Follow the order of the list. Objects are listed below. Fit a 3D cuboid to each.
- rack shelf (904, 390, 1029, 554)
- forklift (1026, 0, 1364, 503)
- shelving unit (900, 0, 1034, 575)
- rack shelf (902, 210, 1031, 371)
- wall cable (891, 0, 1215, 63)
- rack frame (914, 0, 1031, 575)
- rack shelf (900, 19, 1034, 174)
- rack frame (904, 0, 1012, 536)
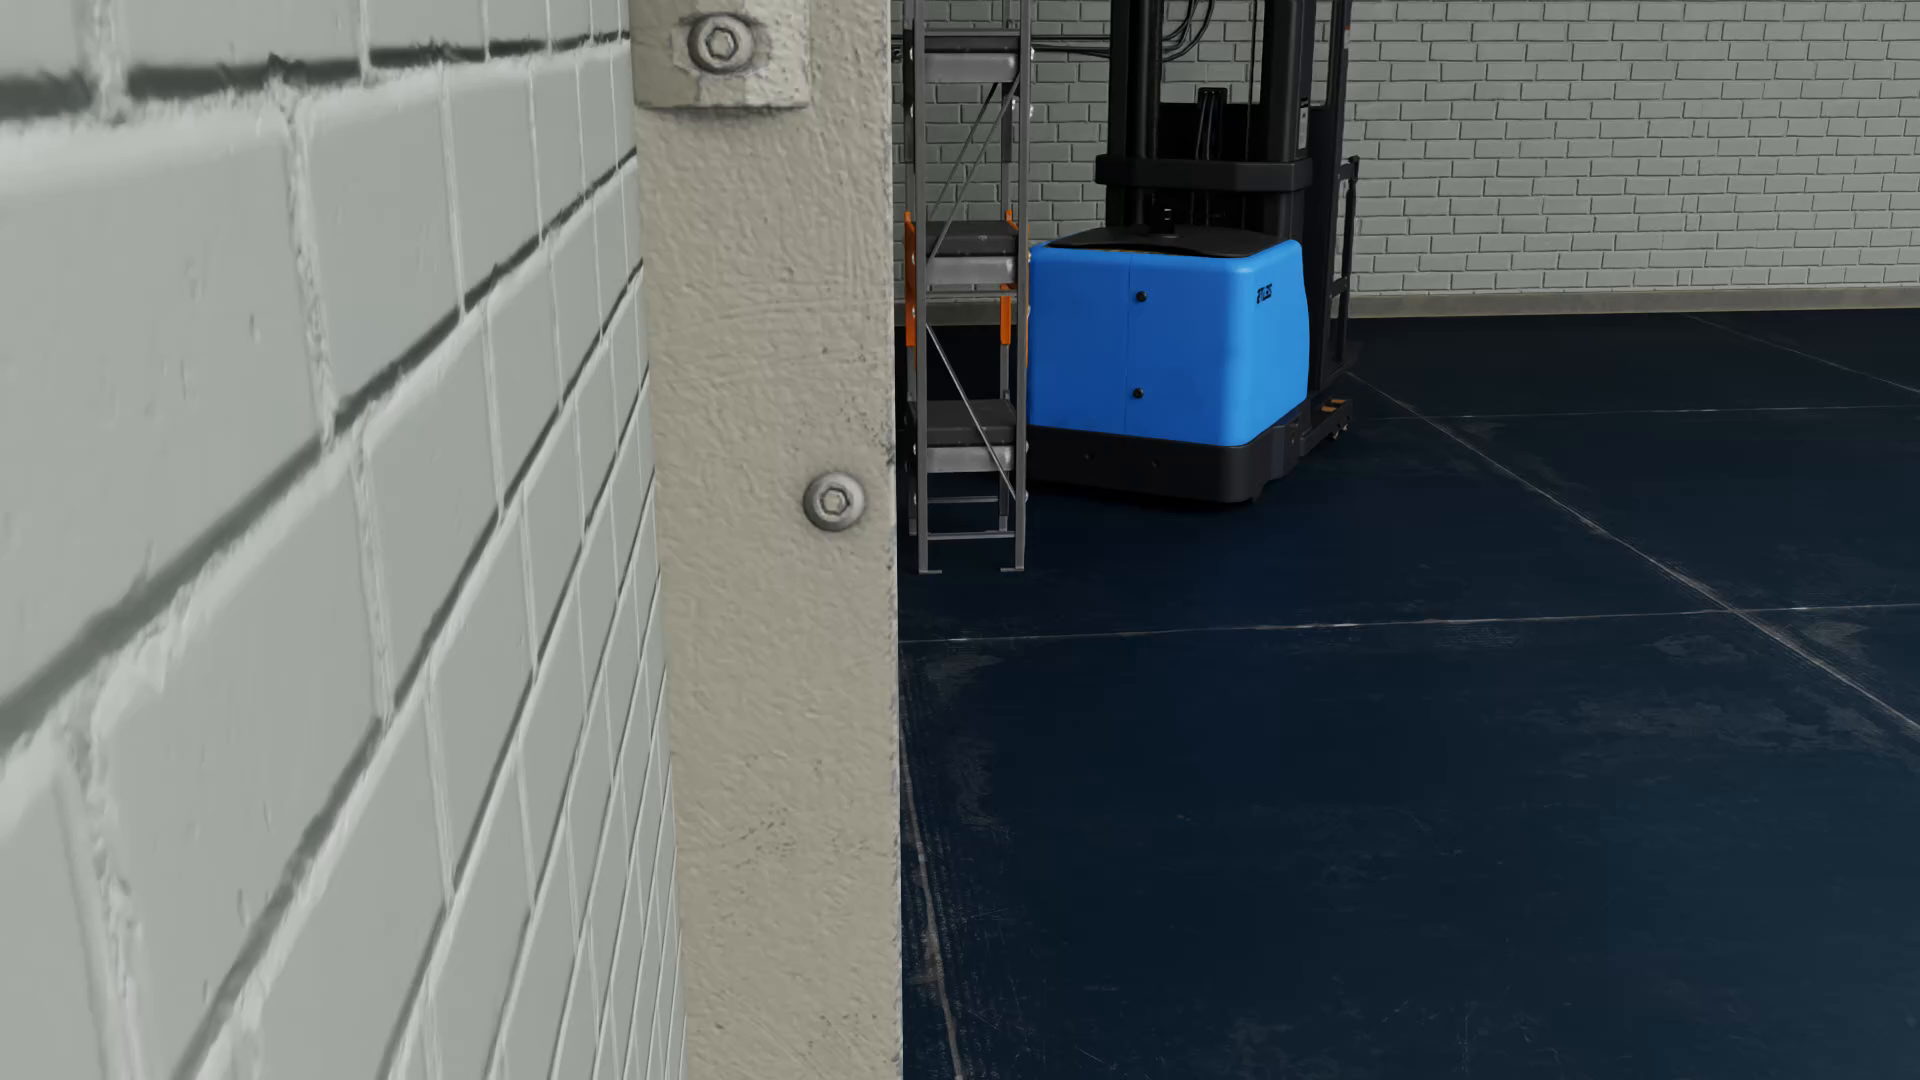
[{"bbox_3d":[0.017,-0.272,6.419,0.431,0.518,0.480,-2,18,-6],"label":"rack shelf"},{"bbox_3d":[1.348,-1.950,7.994,1.130,2.935,3.031,8,19,24],"label":"forklift"},{"bbox_3d":[0.017,-0.952,6.205,0.431,2.100,0.503,-2,18,-6],"label":"shelving unit"},{"bbox_3d":[0.017,-0.939,6.210,0.431,0.518,0.480,-2,18,-6],"label":"rack shelf"},{"bbox_3d":[0.138,-4.271,10.442,3.097,2.526,0.112,-2,18,-6],"label":"wall cable"},{"bbox_3d":[0.042,-0.880,5.974,0.400,2.100,0.015,-2,18,-6],"label":"rack frame"},{"bbox_3d":[0.017,-1.607,6.000,0.431,0.518,0.480,-2,18,-6],"label":"rack shelf"},{"bbox_3d":[-0.008,-1.025,6.437,0.400,2.100,0.015,-2,18,-6],"label":"rack frame"}]
